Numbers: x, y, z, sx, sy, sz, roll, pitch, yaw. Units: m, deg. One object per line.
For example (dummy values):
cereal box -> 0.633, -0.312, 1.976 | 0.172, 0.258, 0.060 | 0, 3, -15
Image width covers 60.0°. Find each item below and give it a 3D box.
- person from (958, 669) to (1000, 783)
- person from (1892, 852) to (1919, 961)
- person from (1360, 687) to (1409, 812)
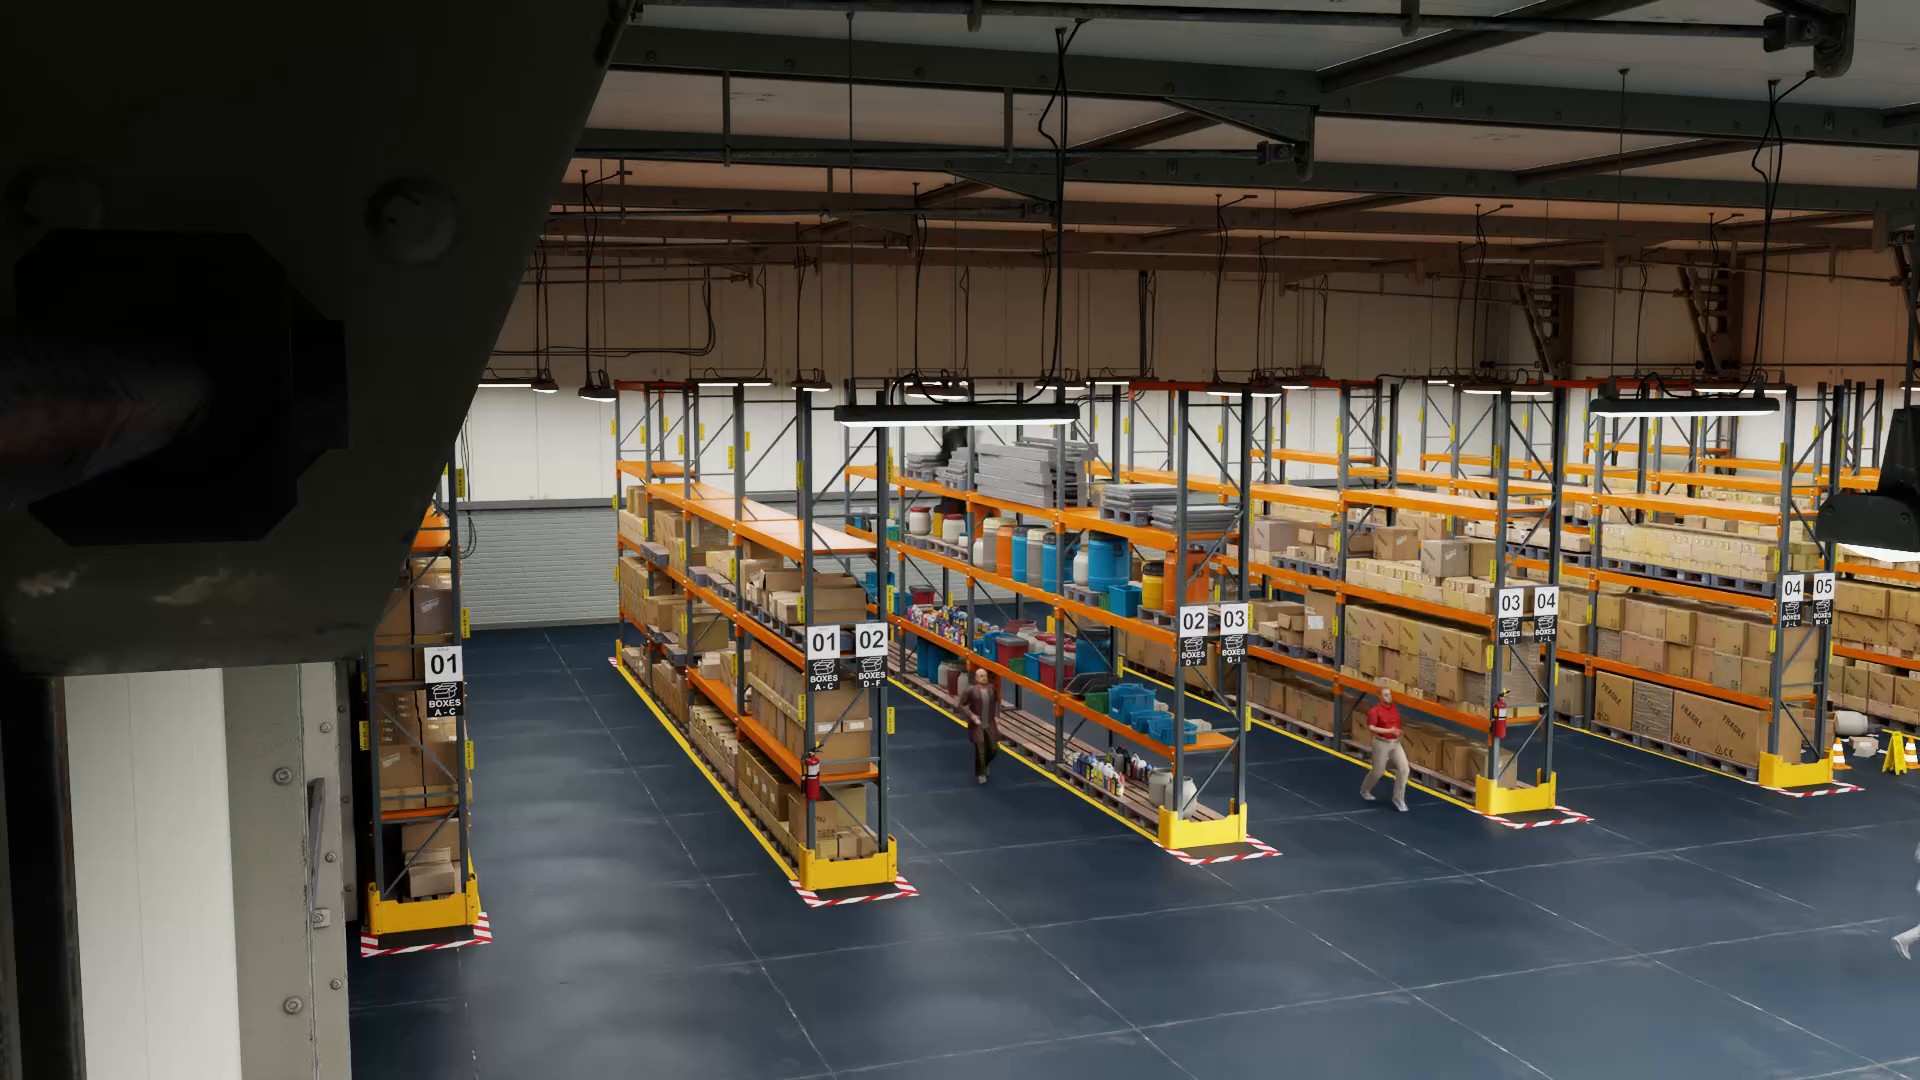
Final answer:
person -> 0.320, 2.808, 25.149 | 0.716, 1.743, 0.630 | -2, 6, -21
person -> 10.117, 3.689, 17.234 | 0.701, 1.649, 0.581 | 1, 6, 6
person -> 6.106, 2.985, 23.822 | 0.670, 1.776, 0.822 | -3, 7, -25
